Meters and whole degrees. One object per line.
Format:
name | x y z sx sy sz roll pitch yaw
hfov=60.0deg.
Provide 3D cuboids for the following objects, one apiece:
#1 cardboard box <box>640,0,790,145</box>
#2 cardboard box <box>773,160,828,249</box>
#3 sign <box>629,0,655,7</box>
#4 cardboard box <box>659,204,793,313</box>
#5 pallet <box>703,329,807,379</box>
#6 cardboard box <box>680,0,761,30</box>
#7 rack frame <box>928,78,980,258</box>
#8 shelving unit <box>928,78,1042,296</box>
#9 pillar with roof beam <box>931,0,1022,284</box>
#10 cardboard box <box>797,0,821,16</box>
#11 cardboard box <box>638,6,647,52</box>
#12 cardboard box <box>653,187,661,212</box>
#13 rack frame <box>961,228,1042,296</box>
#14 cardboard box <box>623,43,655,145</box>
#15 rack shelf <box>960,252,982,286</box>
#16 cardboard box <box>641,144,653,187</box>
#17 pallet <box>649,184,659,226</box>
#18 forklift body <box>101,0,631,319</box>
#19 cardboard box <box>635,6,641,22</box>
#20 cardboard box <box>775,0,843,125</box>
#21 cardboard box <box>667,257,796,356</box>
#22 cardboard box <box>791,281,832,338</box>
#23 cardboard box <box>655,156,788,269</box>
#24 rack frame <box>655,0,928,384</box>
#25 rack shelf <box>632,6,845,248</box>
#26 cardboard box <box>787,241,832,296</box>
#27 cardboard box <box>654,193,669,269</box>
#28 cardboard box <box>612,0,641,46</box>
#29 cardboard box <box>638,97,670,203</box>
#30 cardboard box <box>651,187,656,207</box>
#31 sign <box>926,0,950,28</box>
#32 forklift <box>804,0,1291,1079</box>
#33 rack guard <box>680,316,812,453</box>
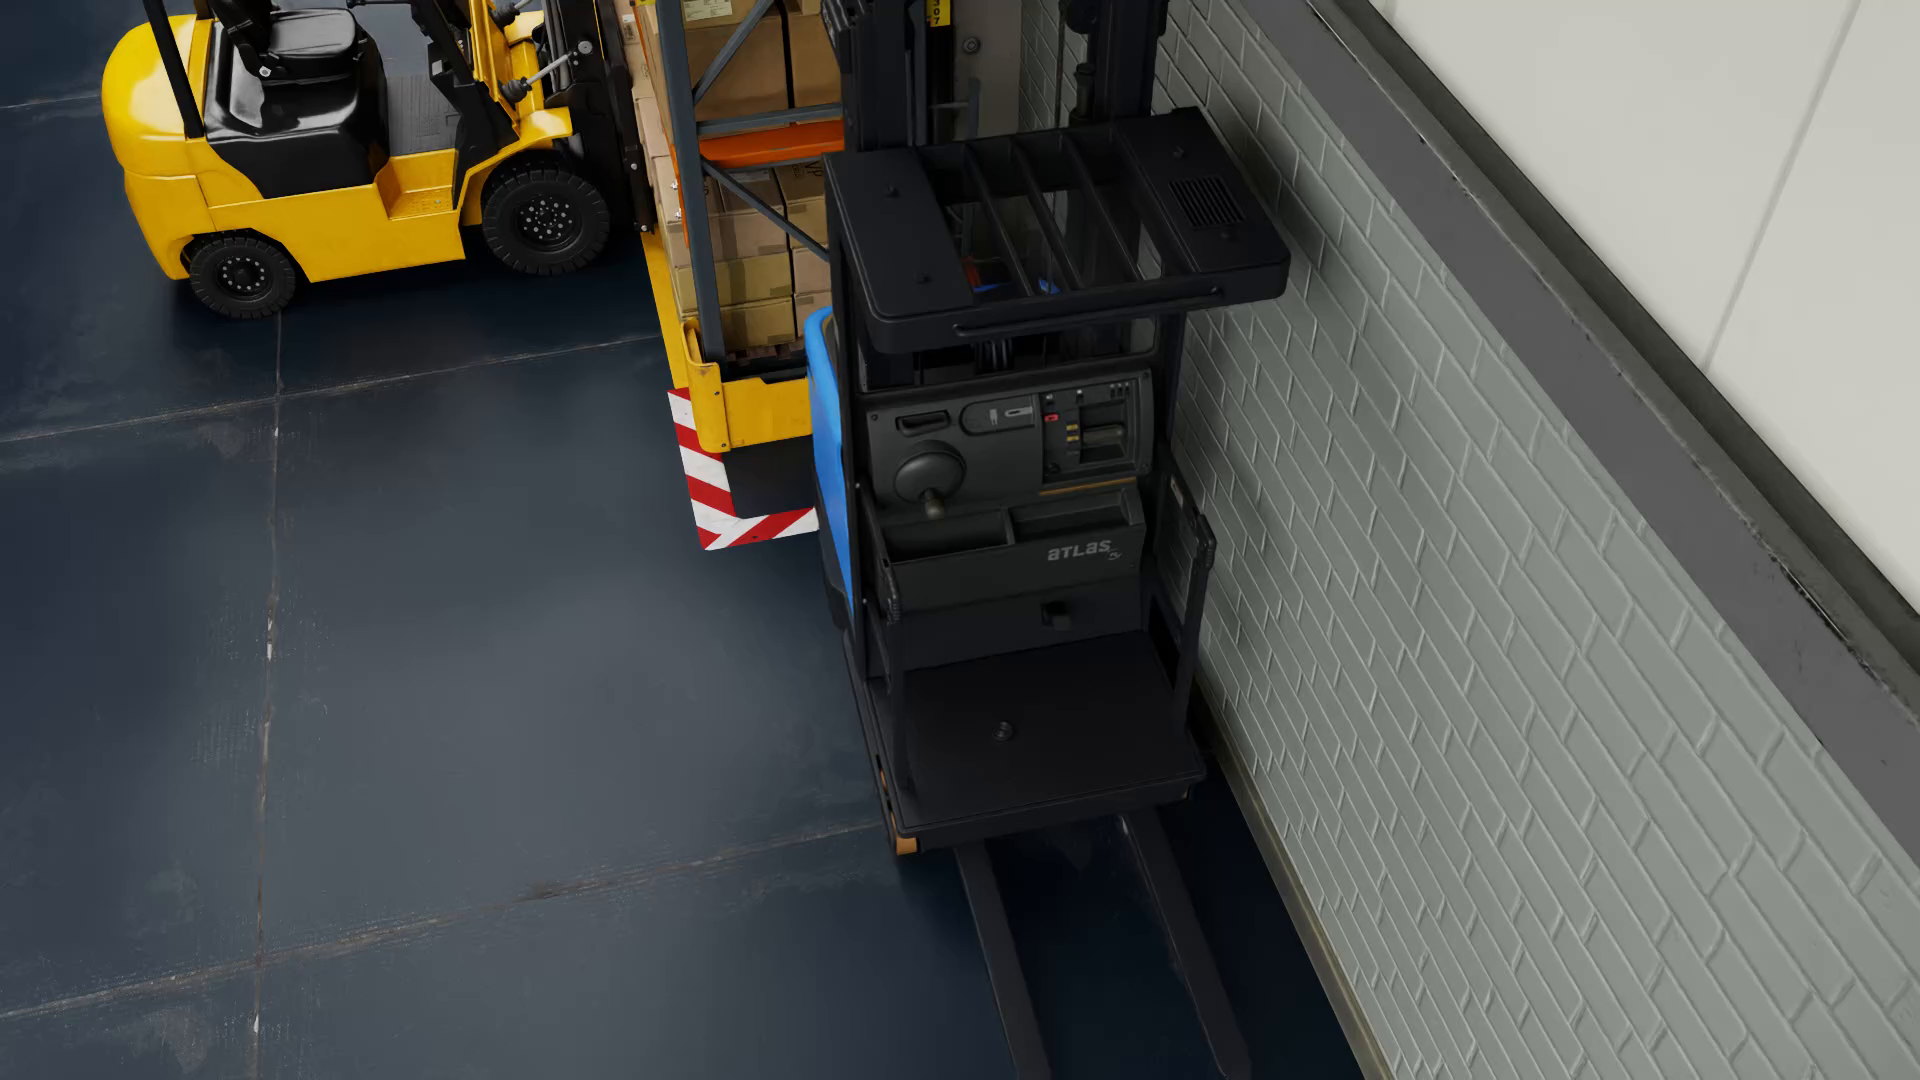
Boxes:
cardboard box | -1.005 -1.994 6.784 0.500 0.500 0.500 -12 47 -11
cardboard box | -0.565 -1.568 7.368 0.500 0.250 0.500 -11 47 -11
sign | -1.153 -2.065 5.948 0.100 0.325 0.005 -11 47 -10
cardboard box | -1.052 -1.305 7.461 0.500 0.250 0.500 -11 47 -11
pallet | -0.862 -1.211 8.040 1.003 0.211 1.213 -11 47 -10
cardboard box | -0.985 -2.117 6.451 0.380 0.149 0.250 -10 46 -10
rack frame | -0.195 -1.291 7.140 0.500 1.500 0.032 -7 47 -10
shelving unit | -0.090 -0.934 6.808 0.587 1.500 1.083 -7 47 -10
pillar with roof beam | -4.094 -3.625 4.253 9.100 9.000 0.400 -11 47 -10
cardboard box | -0.461 -2.210 6.543 0.380 0.149 0.250 -12 47 -11
cardboard box | -1.129 -2.353 7.137 0.500 0.500 0.500 -9 46 -9
cardboard box | -1.170 -1.654 7.802 0.500 0.250 0.500 -11 47 -11
rack frame | 0.019 -0.563 6.463 0.500 1.500 0.032 -7 47 -10
cardboard box | -1.320 -2.160 7.949 0.500 0.250 0.500 -10 46 -10
rack shelf | -0.094 -0.804 6.932 0.538 0.185 1.000 -7 47 -10
cardboard box | -1.323 -2.006 8.148 0.500 0.250 0.500 -12 47 -11
pallet | -1.170 -2.052 8.864 1.003 0.211 1.213 -11 47 -10
forklift body | -2.874 -2.345 7.793 2.313 2.155 1.214 -11 47 -10
cardboard box | -1.261 -2.707 7.484 0.500 0.500 0.500 -12 47 -11
cardboard box | -0.484 -2.095 6.883 0.500 0.500 0.500 -9 46 -9
cardboard box | -1.051 -1.118 7.627 0.500 0.250 0.500 -10 46 -10
cardboard box | -0.562 -1.226 7.733 0.500 0.250 0.500 -11 47 -10
cardboard box | -1.045 -1.462 7.265 0.500 0.250 0.500 -9 46 -9
rack frame | -0.625 -1.667 6.534 1.000 3.000 0.127 -11 47 -10
rack shelf | -1.137 -2.796 8.144 1.077 0.370 4.000 -11 47 -10
cardboard box | -0.545 -1.389 7.543 0.500 0.250 0.500 -10 46 -10
cardboard box | -1.169 -1.463 7.966 0.500 0.250 0.500 -11 47 -10
cardboard box | -1.442 -2.512 8.293 0.500 0.250 0.500 -12 47 -11
cardboard box | -1.181 -1.814 7.609 0.500 0.250 0.500 -10 46 -10
cardboard box | -1.289 -1.810 8.306 0.500 0.250 0.500 -10 46 -10
sign | -0.087 -2.095 6.292 0.100 0.325 0.005 -11 47 -10
forklift | 0.219 -0.215 5.159 1.130 2.935 3.031 -9 46 -9
rack guard | -0.619 -0.775 7.411 1.175 0.500 0.348 -11 47 -10
